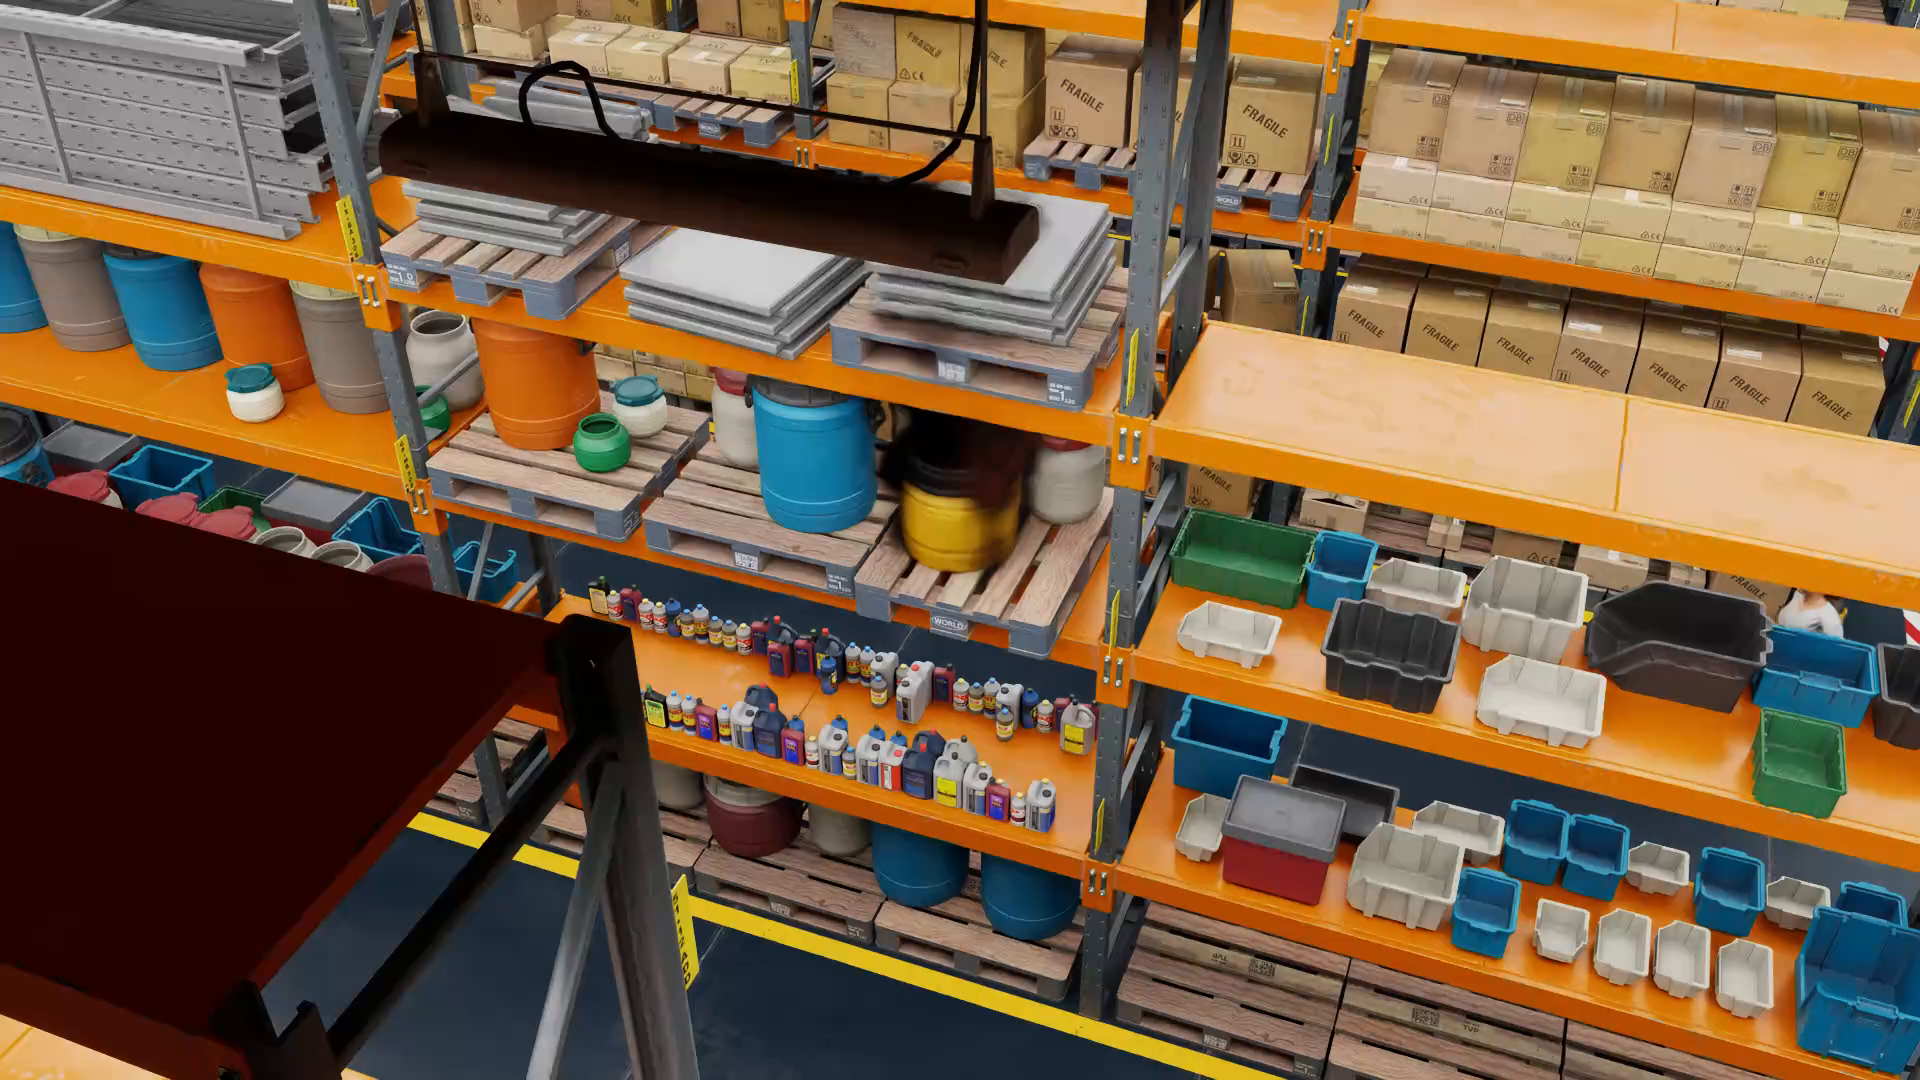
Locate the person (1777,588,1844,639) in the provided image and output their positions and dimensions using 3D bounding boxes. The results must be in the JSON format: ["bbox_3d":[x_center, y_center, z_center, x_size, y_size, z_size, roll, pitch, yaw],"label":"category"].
[{"bbox_3d":[5.470,0.840,10.876,0.804,1.628,0.643,-2,37,-3],"label":"person"}]
